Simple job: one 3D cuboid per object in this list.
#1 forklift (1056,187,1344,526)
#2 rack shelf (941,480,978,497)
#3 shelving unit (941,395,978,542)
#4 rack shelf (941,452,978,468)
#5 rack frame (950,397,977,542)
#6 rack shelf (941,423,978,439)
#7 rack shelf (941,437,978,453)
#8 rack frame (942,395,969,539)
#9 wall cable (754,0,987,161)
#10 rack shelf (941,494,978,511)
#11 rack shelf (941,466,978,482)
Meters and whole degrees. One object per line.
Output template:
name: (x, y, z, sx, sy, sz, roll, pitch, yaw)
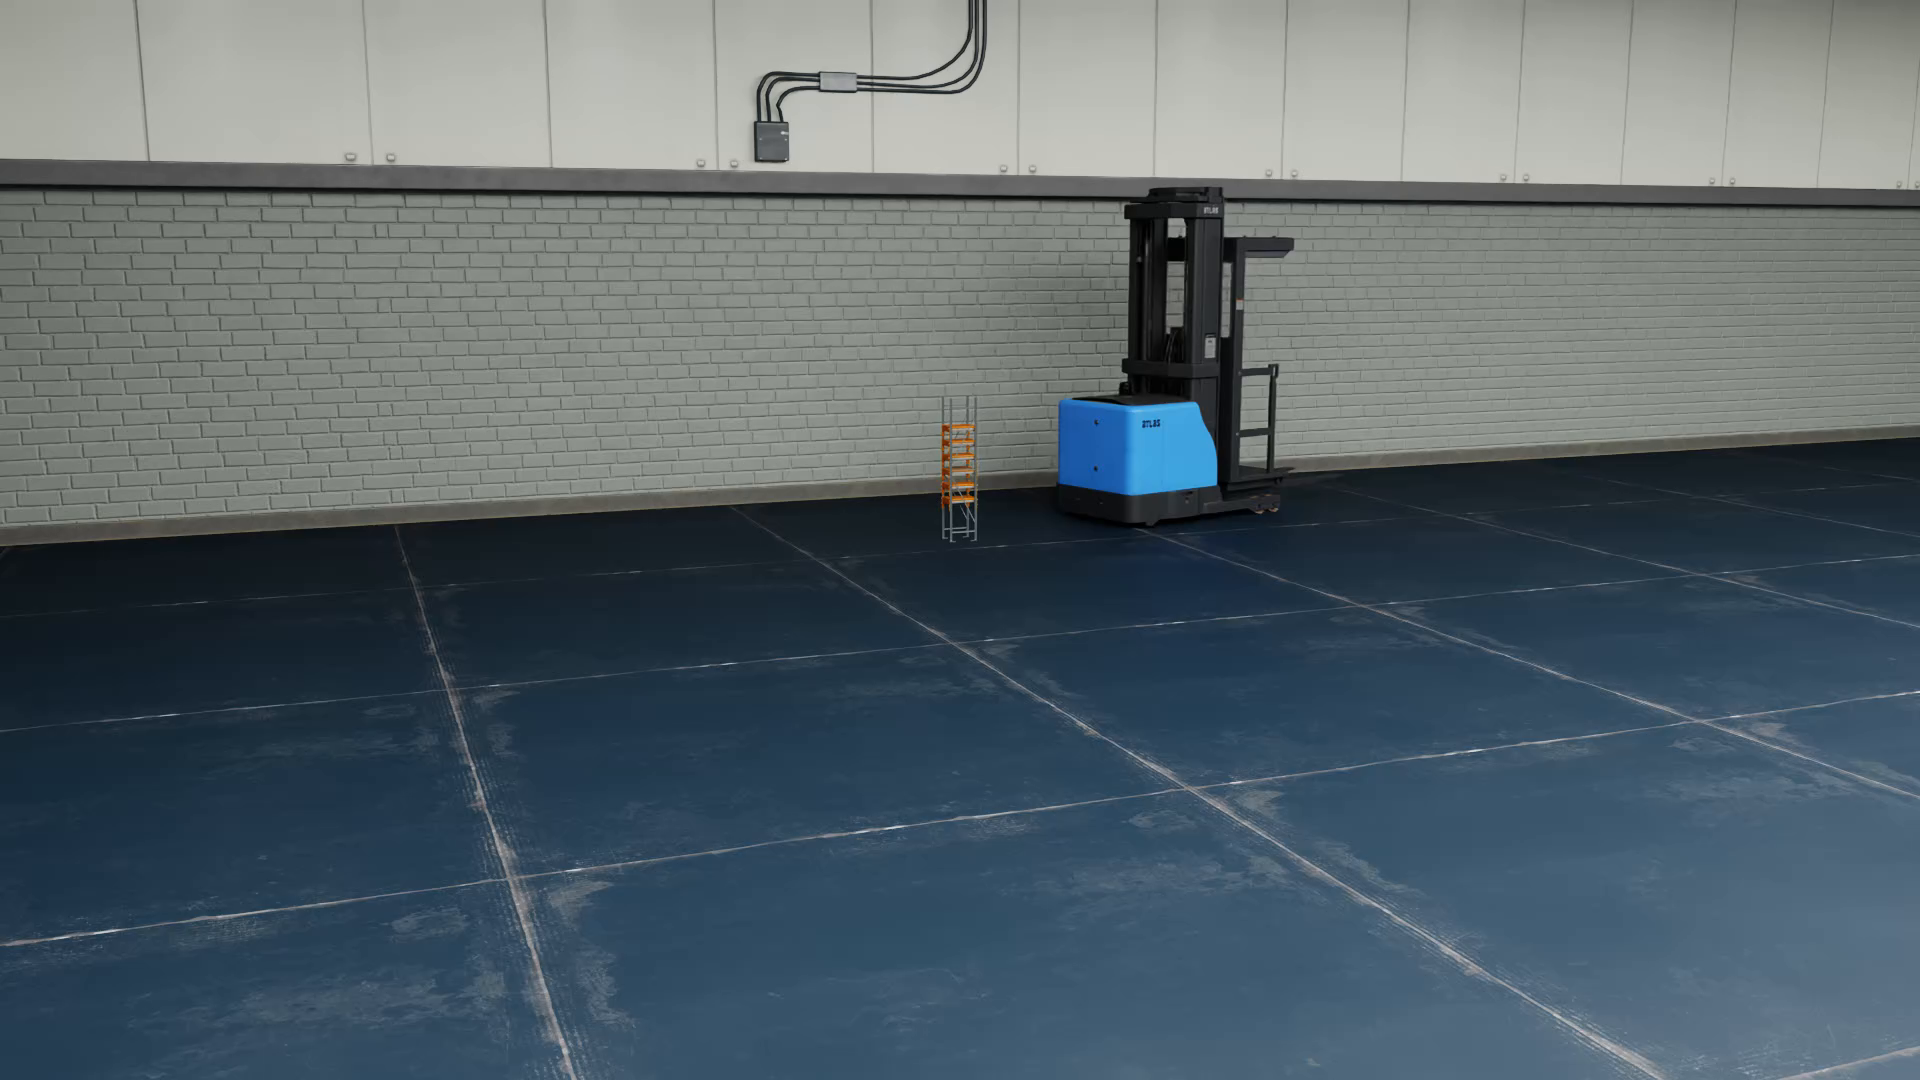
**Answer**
forklift: (2.347, -1.745, 15.363, 3.031, 2.935, 1.130, -8, 13, -37)
rack shelf: (-0.005, -0.431, 13.857, 0.258, 0.103, 0.180, -4, 11, -21)
shelving unit: (-0.005, -0.593, 13.828, 0.258, 1.200, 0.189, -4, 11, -21)
rack shelf: (-0.005, -0.667, 13.815, 0.258, 0.103, 0.180, -4, 11, -21)
rack frame: (0.028, -0.578, 13.744, 0.240, 1.200, 0.006, -4, 11, -21)
rack shelf: (-0.005, -0.904, 13.773, 0.258, 0.103, 0.180, -4, 11, -21)
rack shelf: (-0.005, -0.786, 13.794, 0.258, 0.103, 0.180, -4, 11, -21)
rack frame: (-0.038, -0.608, 13.912, 0.240, 1.200, 0.006, -4, 11, -21)
wall cable: (-0.801, -6.526, 15.203, 2.305, 6.003, 0.169, -4, 11, -21)
rack shelf: (-0.005, -0.313, 13.878, 0.258, 0.103, 0.180, -4, 11, -21)
rack shelf: (-0.005, -0.549, 13.836, 0.258, 0.103, 0.180, -4, 11, -21)
